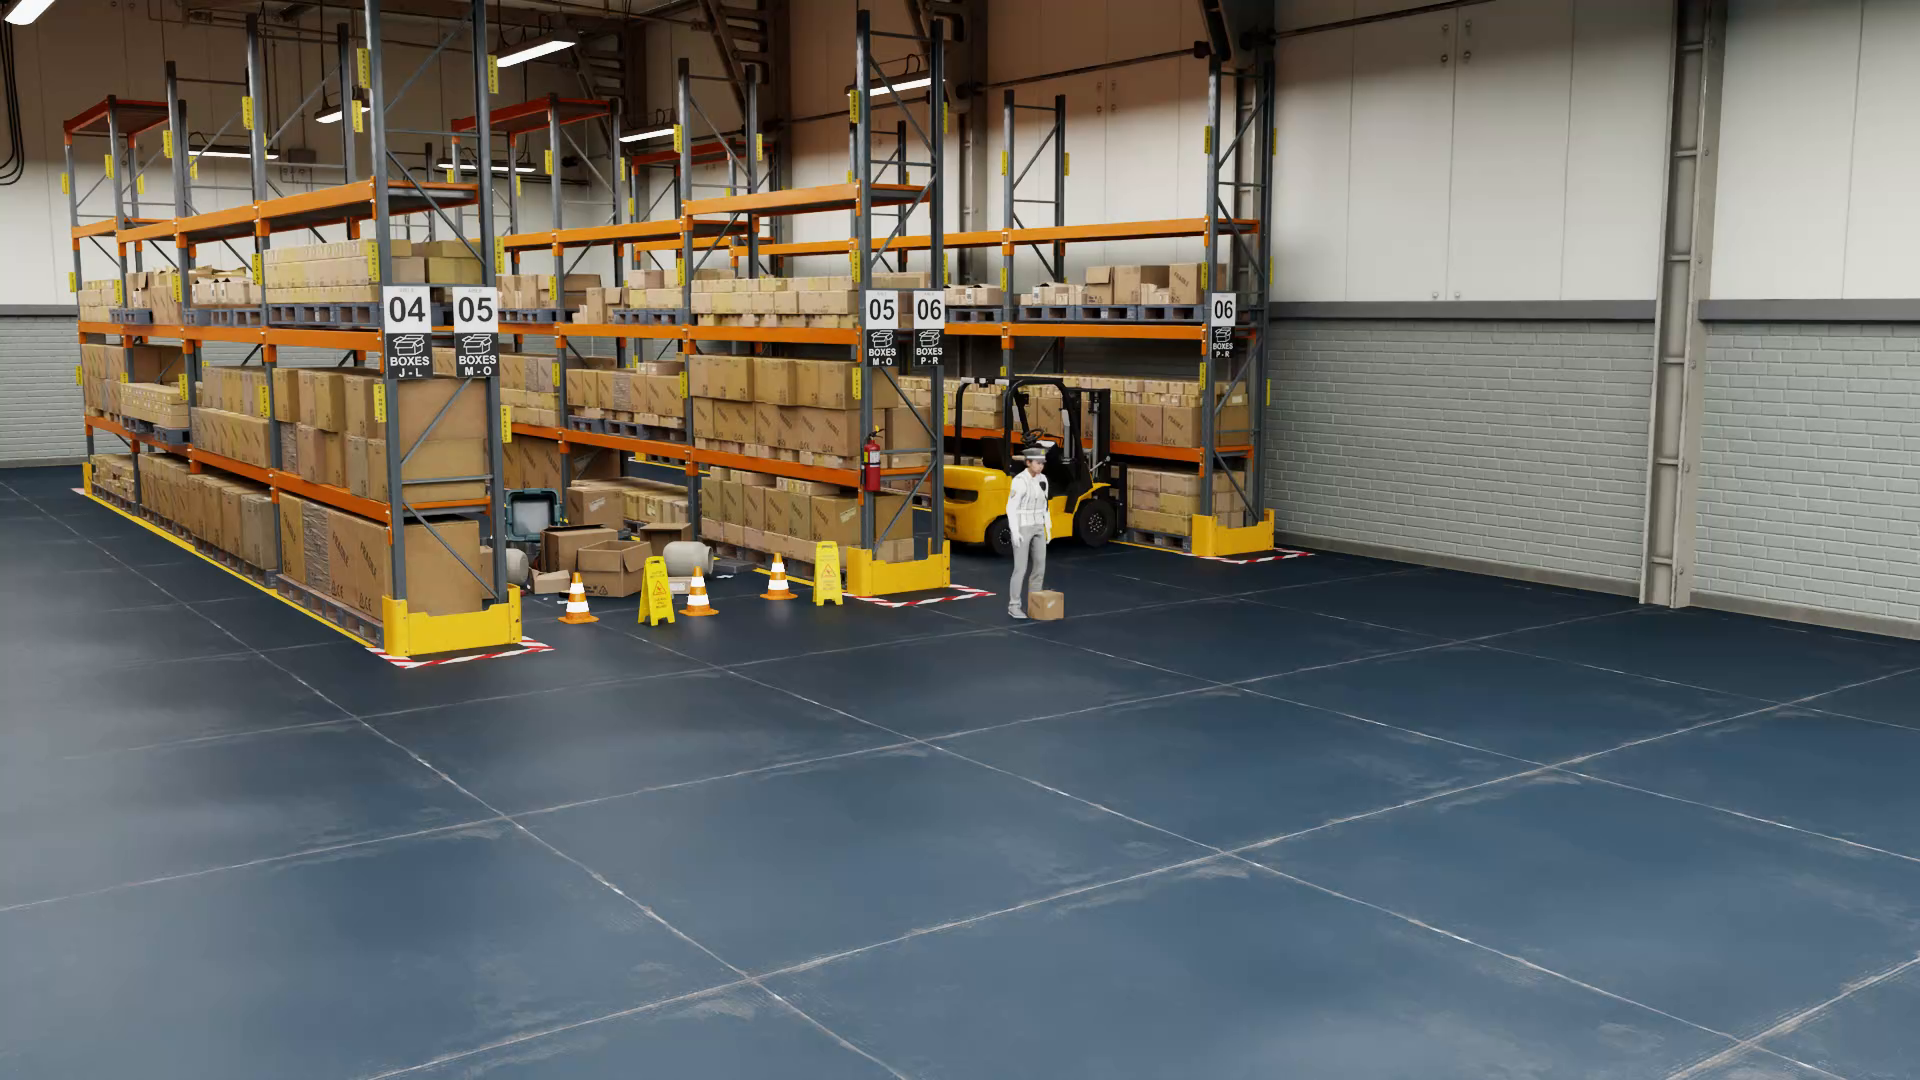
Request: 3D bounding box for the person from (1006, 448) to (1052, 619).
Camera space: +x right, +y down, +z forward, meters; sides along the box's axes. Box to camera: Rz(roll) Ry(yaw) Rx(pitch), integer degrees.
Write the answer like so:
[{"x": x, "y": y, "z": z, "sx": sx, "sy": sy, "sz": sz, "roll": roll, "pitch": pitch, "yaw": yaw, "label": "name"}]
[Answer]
[{"x": 0.688, "y": -0.082, "z": 16.387, "sx": 0.516, "sy": 1.663, "sz": 0.367, "roll": -6, "pitch": 10, "yaw": -38, "label": "person"}]
